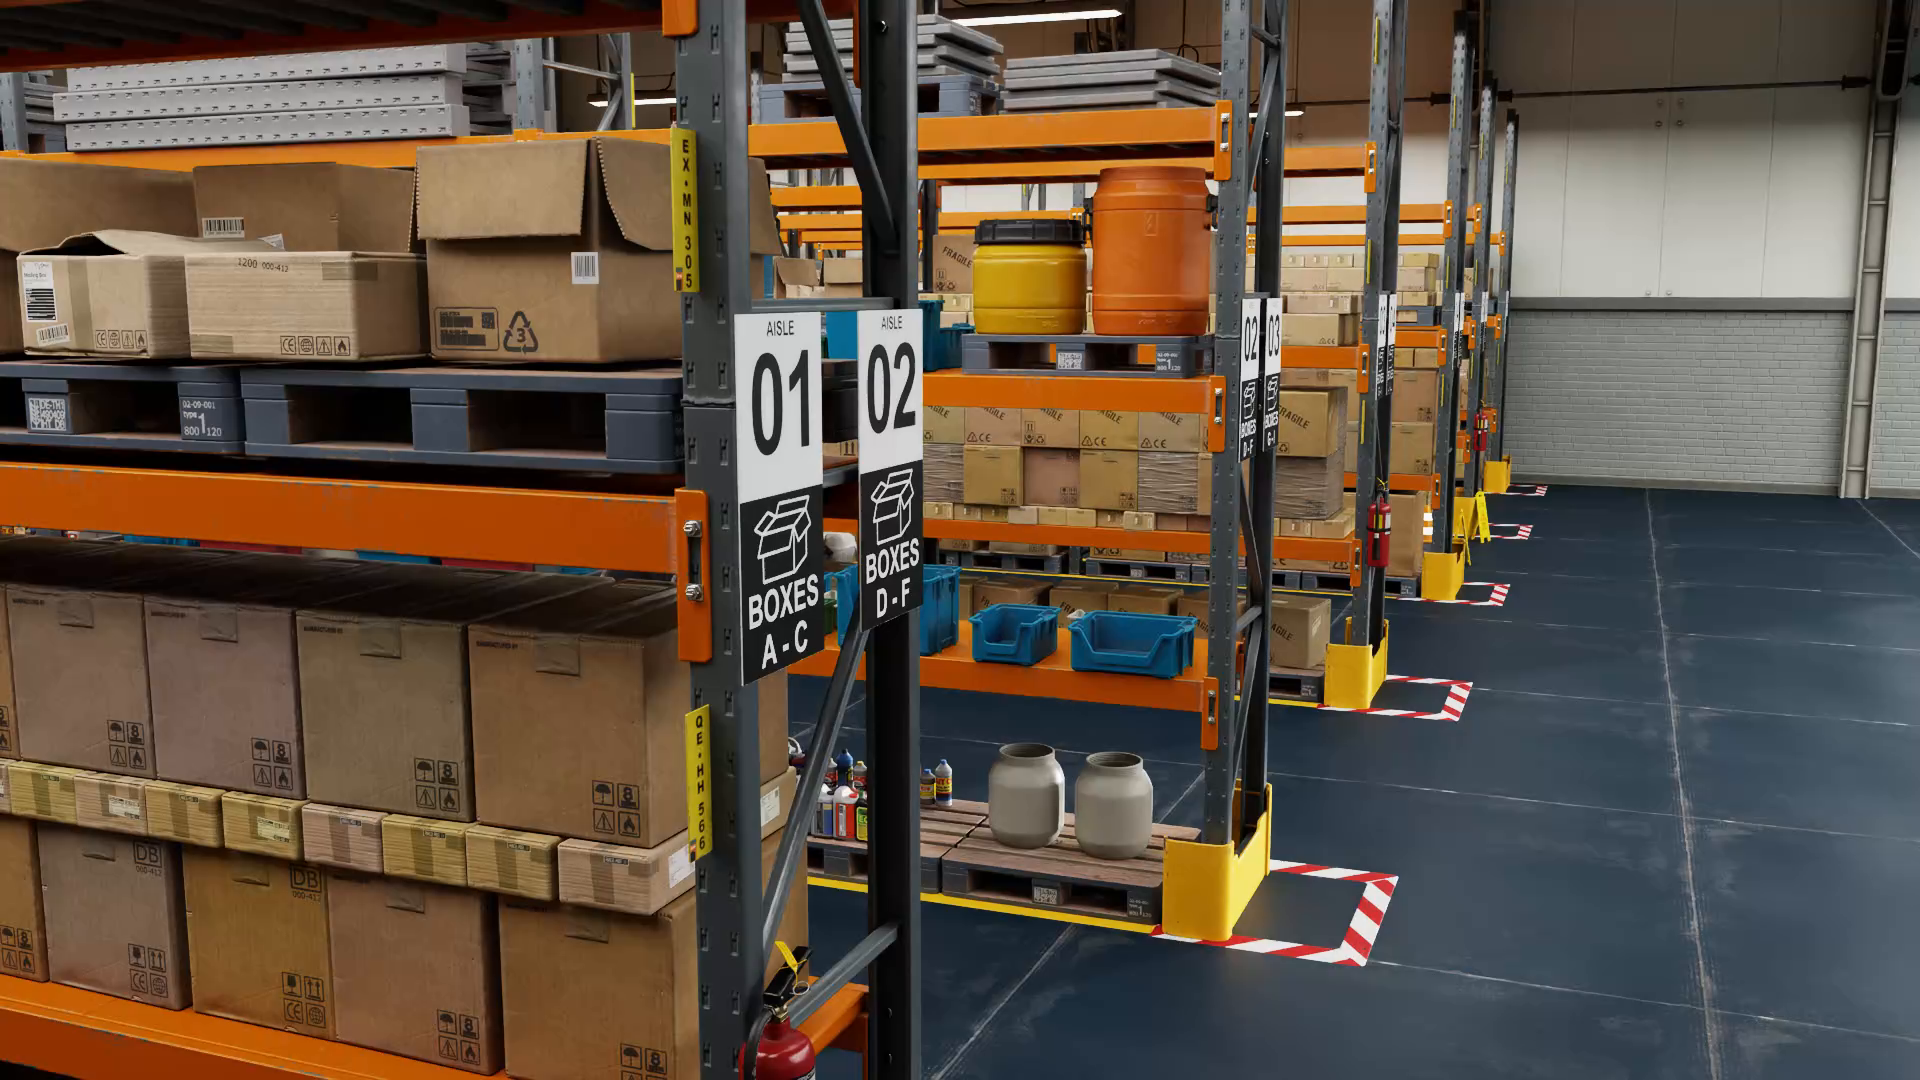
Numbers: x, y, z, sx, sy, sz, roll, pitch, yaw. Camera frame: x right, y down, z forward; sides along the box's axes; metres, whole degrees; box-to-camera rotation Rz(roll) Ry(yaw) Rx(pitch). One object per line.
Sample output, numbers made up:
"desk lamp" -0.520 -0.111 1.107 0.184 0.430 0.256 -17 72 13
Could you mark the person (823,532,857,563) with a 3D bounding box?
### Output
"person" -1.550 0.221 16.798 1.019 1.027 0.544 3 9 16
